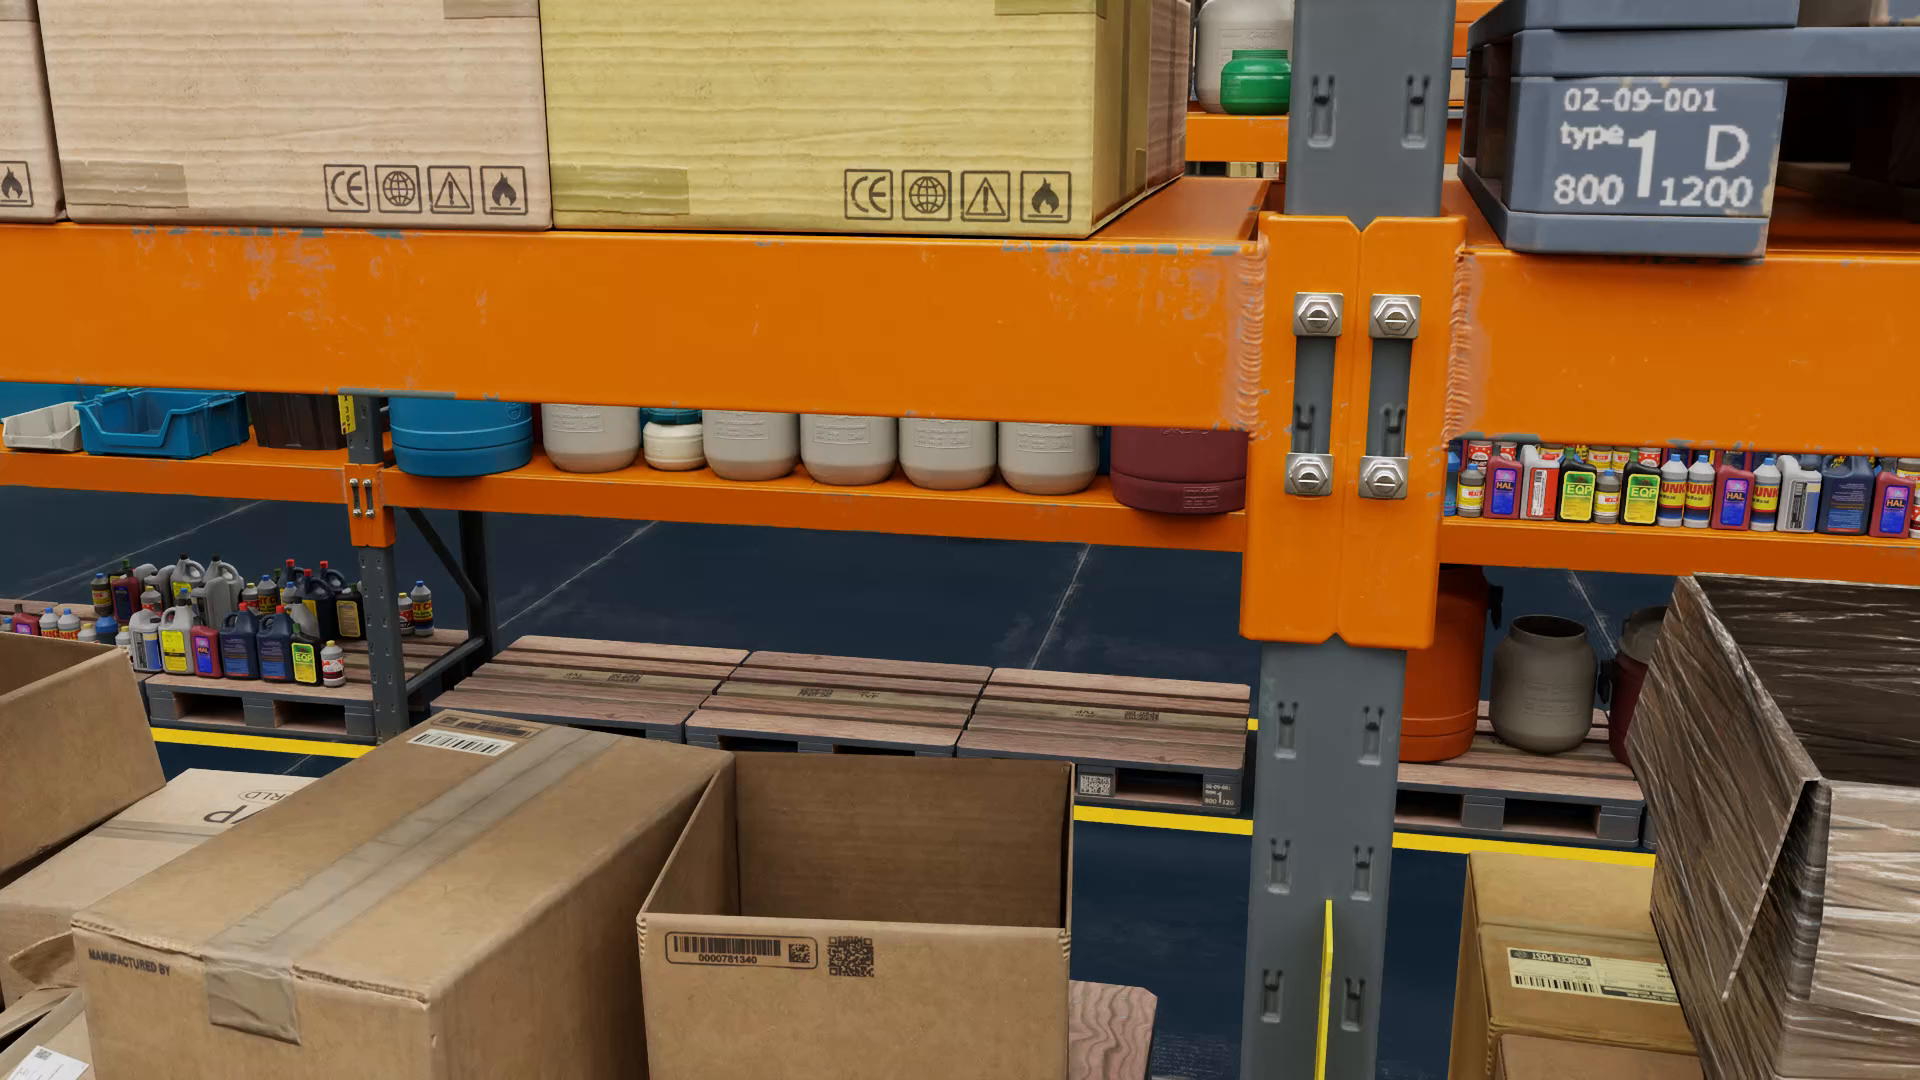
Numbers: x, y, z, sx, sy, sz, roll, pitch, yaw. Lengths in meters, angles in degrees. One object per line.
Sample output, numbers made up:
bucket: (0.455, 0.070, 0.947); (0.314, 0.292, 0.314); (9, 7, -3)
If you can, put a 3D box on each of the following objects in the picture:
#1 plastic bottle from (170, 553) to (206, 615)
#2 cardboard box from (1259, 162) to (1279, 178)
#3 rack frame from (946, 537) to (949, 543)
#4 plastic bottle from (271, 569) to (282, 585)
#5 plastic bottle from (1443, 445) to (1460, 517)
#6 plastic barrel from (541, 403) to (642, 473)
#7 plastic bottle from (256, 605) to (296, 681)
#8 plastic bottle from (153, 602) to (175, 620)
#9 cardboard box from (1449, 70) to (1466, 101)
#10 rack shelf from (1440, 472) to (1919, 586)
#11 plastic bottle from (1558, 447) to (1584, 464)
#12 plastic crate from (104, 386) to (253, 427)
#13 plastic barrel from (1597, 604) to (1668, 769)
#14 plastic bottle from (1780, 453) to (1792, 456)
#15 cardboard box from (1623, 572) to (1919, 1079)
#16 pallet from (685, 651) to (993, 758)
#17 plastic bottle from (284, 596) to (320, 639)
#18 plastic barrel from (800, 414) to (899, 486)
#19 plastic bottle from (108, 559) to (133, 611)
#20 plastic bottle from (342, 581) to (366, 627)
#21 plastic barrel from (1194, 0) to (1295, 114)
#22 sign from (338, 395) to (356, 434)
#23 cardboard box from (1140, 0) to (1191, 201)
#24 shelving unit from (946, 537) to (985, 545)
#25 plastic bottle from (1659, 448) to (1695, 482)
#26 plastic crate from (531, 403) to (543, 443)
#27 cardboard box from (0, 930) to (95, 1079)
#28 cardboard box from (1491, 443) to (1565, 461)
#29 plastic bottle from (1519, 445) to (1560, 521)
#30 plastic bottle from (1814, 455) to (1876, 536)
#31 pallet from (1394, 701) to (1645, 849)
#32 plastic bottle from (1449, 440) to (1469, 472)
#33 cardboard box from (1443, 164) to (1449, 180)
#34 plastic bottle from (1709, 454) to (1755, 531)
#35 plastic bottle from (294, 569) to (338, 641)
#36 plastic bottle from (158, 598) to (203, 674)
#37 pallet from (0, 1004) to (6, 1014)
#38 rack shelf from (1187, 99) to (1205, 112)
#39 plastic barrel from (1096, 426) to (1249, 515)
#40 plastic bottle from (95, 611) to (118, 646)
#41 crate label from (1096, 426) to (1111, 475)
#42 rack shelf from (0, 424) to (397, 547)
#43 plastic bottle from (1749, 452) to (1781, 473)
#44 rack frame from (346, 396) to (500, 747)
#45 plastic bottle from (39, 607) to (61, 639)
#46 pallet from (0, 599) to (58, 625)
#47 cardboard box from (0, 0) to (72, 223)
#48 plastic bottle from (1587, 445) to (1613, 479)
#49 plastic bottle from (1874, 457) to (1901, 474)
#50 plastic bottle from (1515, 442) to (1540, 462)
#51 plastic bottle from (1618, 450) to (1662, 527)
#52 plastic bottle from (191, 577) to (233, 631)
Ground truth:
plastic bottle: (-3.993, 0.241, 8.641); (0.185, 0.351, 0.144); (4, 16, 13)
cardboard box: (3.049, -3.592, 16.113); (0.250, 0.149, 0.380); (1, 16, 4)
rack frame: (-0.067, -0.510, 10.865); (0.008, 1.050, 0.200); (3, 16, 11)
plastic bottle: (-3.548, 0.286, 8.604); (0.133, 0.283, 0.061); (4, 16, 14)
plastic bottle: (1.887, -0.234, 6.458); (0.097, 0.271, 0.097); (0, 15, 0)
plastic barrel: (-1.607, -0.587, 7.237); (0.433, 0.535, 0.433); (0, 15, 0)
plastic bottle: (-3.190, 0.476, 7.792); (0.185, 0.351, 0.144); (3, 16, 10)
plastic bottle: (-3.832, 0.444, 8.036); (0.133, 0.283, 0.061); (3, 16, 11)
cardboard box: (3.343, -3.165, 10.991); (0.500, 0.500, 0.910); (3, 16, 11)
rack shelf: (3.379, 0.036, 6.590); (4.000, 0.370, 1.077); (3, 16, 11)
plastic bottle: (2.352, -0.225, 6.427); (0.097, 0.271, 0.097); (0, 15, 0)
plastic crate: (-3.775, -0.674, 8.201); (0.662, 0.188, 0.450); (3, 16, 11)
plastic barrel: (3.008, 0.625, 6.849); (0.708, 0.588, 0.600); (3, 16, 11)
plastic bottle: (3.480, -0.386, 6.859); (0.185, 0.351, 0.144); (3, 16, 11)
cardboard box: (1.145, 0.390, 1.897); (0.637, 0.503, 0.797); (4, 16, 13)
pallet: (-0.525, 0.810, 7.672); (1.213, 0.211, 1.003); (3, 16, 11)
plastic bottle: (-3.161, 0.438, 7.928); (0.185, 0.351, 0.144); (3, 16, 11)
plastic barrel: (-0.464, -0.525, 7.013); (0.433, 0.535, 0.433); (0, 15, 0)
plastic bottle: (-4.416, 0.239, 8.774); (0.133, 0.283, 0.061); (4, 16, 12)
plastic bottle: (-3.048, 0.329, 8.462); (0.135, 0.276, 0.152); (4, 16, 13)
plastic barrel: (1.175, -2.013, 6.811); (0.421, 0.512, 0.421); (0, 15, 0)
sign: (-2.622, -0.620, 7.091); (0.005, 0.325, 0.100); (3, 16, 11)
cardboard box: (0.022, -0.586, 2.150); (0.500, 0.250, 0.500); (3, 16, 12)
shelving unit: (0.052, -0.503, 10.842); (0.252, 1.050, 0.215); (3, 16, 11)
plastic bottle: (3.020, -0.390, 6.999); (0.133, 0.283, 0.061); (3, 16, 11)
plastic crate: (-1.966, -0.715, 7.833); (0.583, 0.464, 0.402); (3, 16, 11)
cardboard box: (-1.256, 0.723, 2.227); (0.258, 0.266, 0.396); (3, 16, 10)
cardboard box: (3.803, -0.566, 11.276); (0.500, 0.500, 0.500); (3, 16, 10)
plastic bottle: (2.232, -0.225, 6.417); (0.135, 0.276, 0.152); (3, 16, 11)
plastic bottle: (3.293, -0.202, 6.195); (0.185, 0.351, 0.144); (3, 16, 11)
pallet: (2.200, 0.958, 7.138); (1.213, 0.211, 1.003); (3, 16, 11)
plastic bottle: (2.126, -0.438, 7.174); (0.133, 0.283, 0.061); (3, 16, 11)
cardboard box: (4.313, -3.451, 15.645); (0.500, 0.250, 0.500); (3, 16, 10)
plastic bottle: (2.902, -0.180, 6.240); (0.133, 0.283, 0.061); (3, 16, 11)
plastic bottle: (-3.238, 0.321, 8.351); (0.185, 0.351, 0.144); (3, 16, 11)
plastic bottle: (-3.694, 0.449, 7.891); (0.185, 0.351, 0.144); (3, 16, 11)
pallet: (-1.516, 0.877, 2.567); (1.213, 0.211, 1.003); (3, 16, 11)
rack shelf: (0.450, -2.918, 11.634); (4.000, 0.370, 1.077); (3, 16, 11)
plastic barrel: (0.904, -0.428, 6.662); (0.708, 0.536, 0.600); (3, 16, 11)
plastic bottle: (-4.074, 0.473, 7.953); (0.097, 0.271, 0.097); (0, 15, 0)
crate label: (0.499, -0.557, 7.319); (0.616, 0.435, 0.502); (3, 16, 11)
rack shelf: (-4.461, -0.389, 8.126); (4.000, 0.370, 1.077); (3, 16, 11)
plastic bottle: (3.320, -0.357, 6.880); (0.133, 0.283, 0.061); (3, 16, 11)
rack frame: (-2.501, -0.630, 7.646); (0.127, 3.000, 1.000); (3, 16, 11)
plastic bottle: (-4.370, 0.457, 8.011); (0.097, 0.271, 0.097); (0, 15, 0)
pallet: (-5.542, 0.538, 8.655); (1.213, 0.211, 1.003); (3, 16, 11)
cardboard box: (-1.063, -0.506, 1.861); (0.500, 0.250, 0.500); (4, 16, 13)
plastic bottle: (2.713, -0.362, 7.052); (0.097, 0.201, 0.097); (0, 15, 0)
plastic bottle: (3.826, -0.330, 6.797); (0.135, 0.276, 0.152); (3, 16, 11)
plastic bottle: (2.426, -0.411, 7.099); (0.097, 0.271, 0.097); (0, 15, 0)
plastic bottle: (2.580, -0.197, 6.303); (0.133, 0.283, 0.061); (3, 16, 11)
plastic bottle: (-3.816, 0.327, 8.471); (0.135, 0.276, 0.152); (3, 16, 11)
